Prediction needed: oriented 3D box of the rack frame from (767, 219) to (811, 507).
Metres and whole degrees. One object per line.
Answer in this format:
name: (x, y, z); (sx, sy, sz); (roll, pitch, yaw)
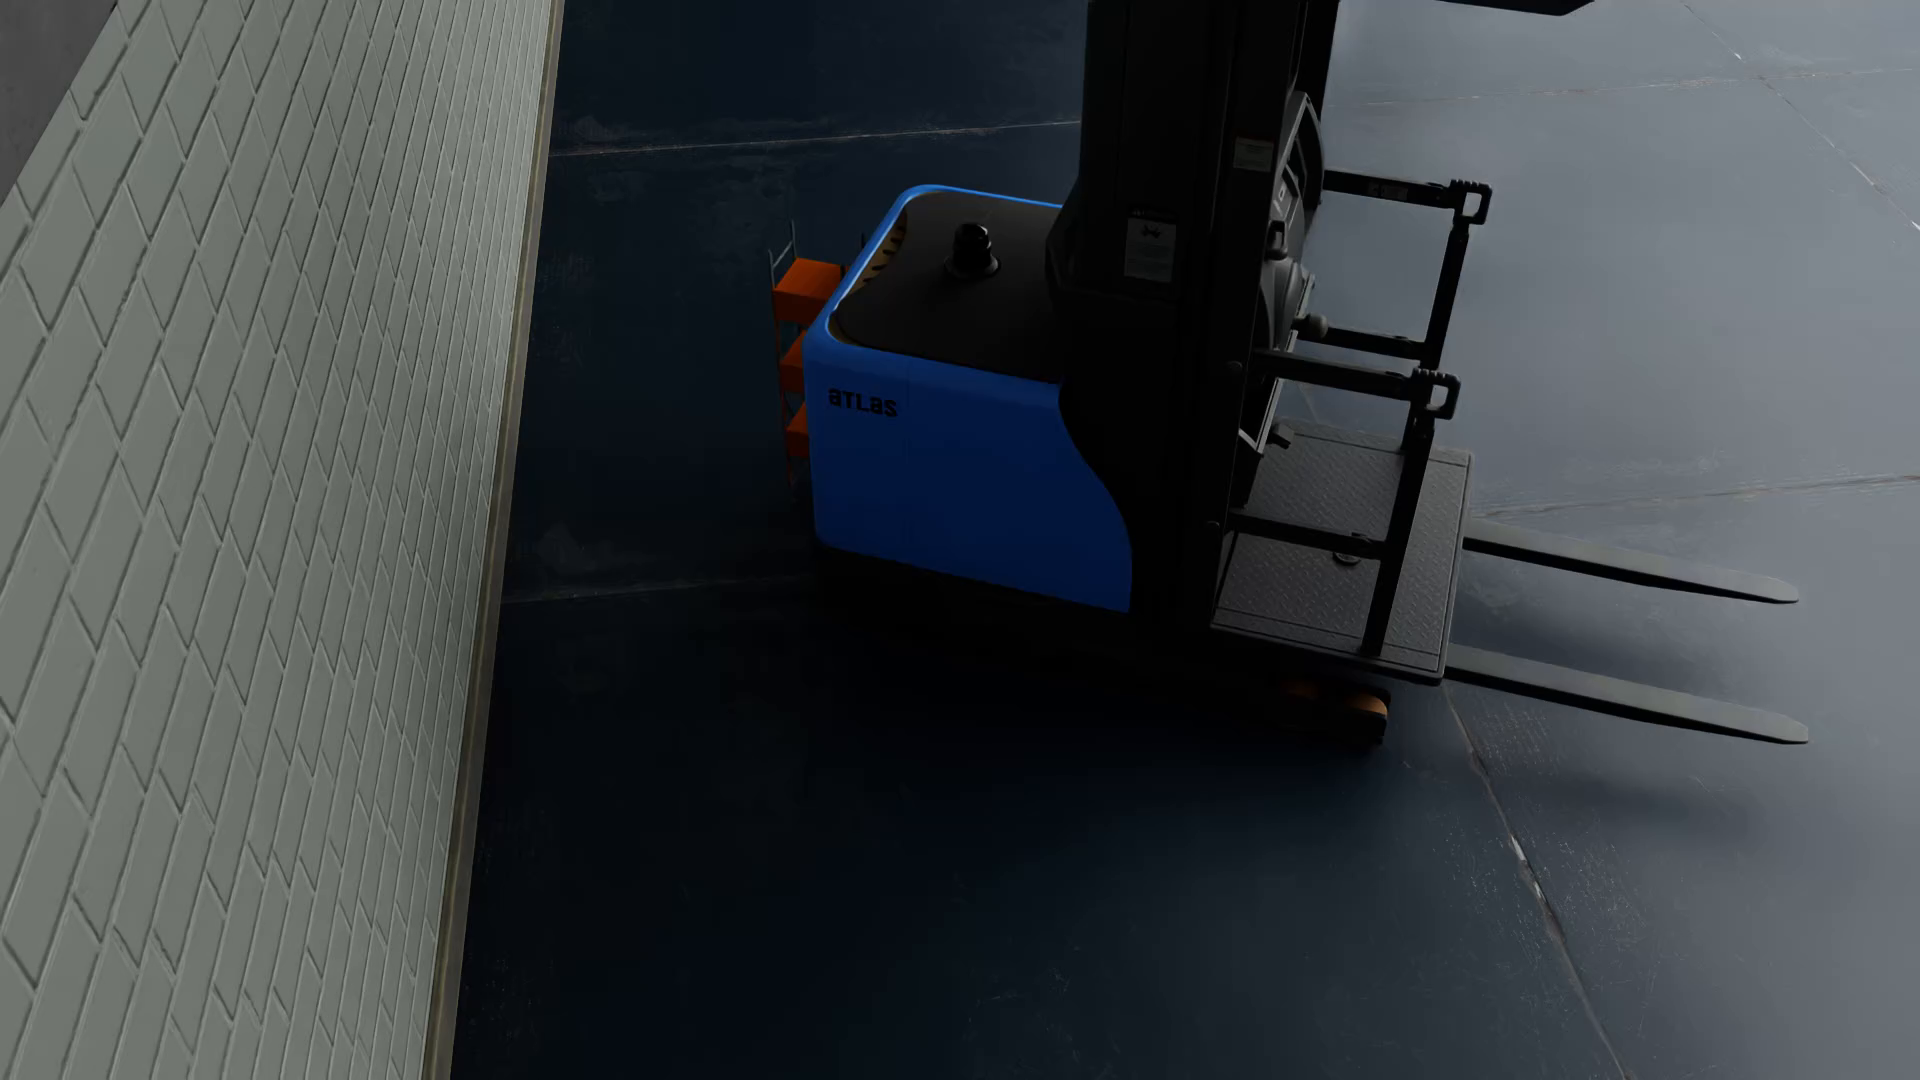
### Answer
rack frame: (-0.567, -0.572, 5.600); (0.008, 1.050, 0.200); (12, 43, 13)

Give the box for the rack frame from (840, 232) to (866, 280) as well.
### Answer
rack frame: (-0.334, -0.521, 5.544); (0.008, 1.050, 0.200); (12, 43, 13)

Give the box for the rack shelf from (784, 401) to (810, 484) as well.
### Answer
rack shelf: (-0.451, -0.332, 5.765); (0.240, 0.259, 0.215); (12, 43, 13)

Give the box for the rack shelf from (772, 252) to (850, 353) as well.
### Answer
rack shelf: (-0.451, -0.749, 5.389); (0.240, 0.259, 0.215); (12, 43, 13)

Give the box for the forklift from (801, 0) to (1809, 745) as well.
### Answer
forklift: (1.098, -0.866, 4.521); (3.031, 2.935, 1.130); (12, 43, 13)

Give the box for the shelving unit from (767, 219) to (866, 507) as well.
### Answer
shelving unit: (-0.451, -0.547, 5.572); (0.252, 1.050, 0.215); (12, 43, 13)

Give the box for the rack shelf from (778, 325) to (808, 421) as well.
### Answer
rack shelf: (-0.451, -0.539, 5.579); (0.240, 0.259, 0.215); (12, 43, 13)
